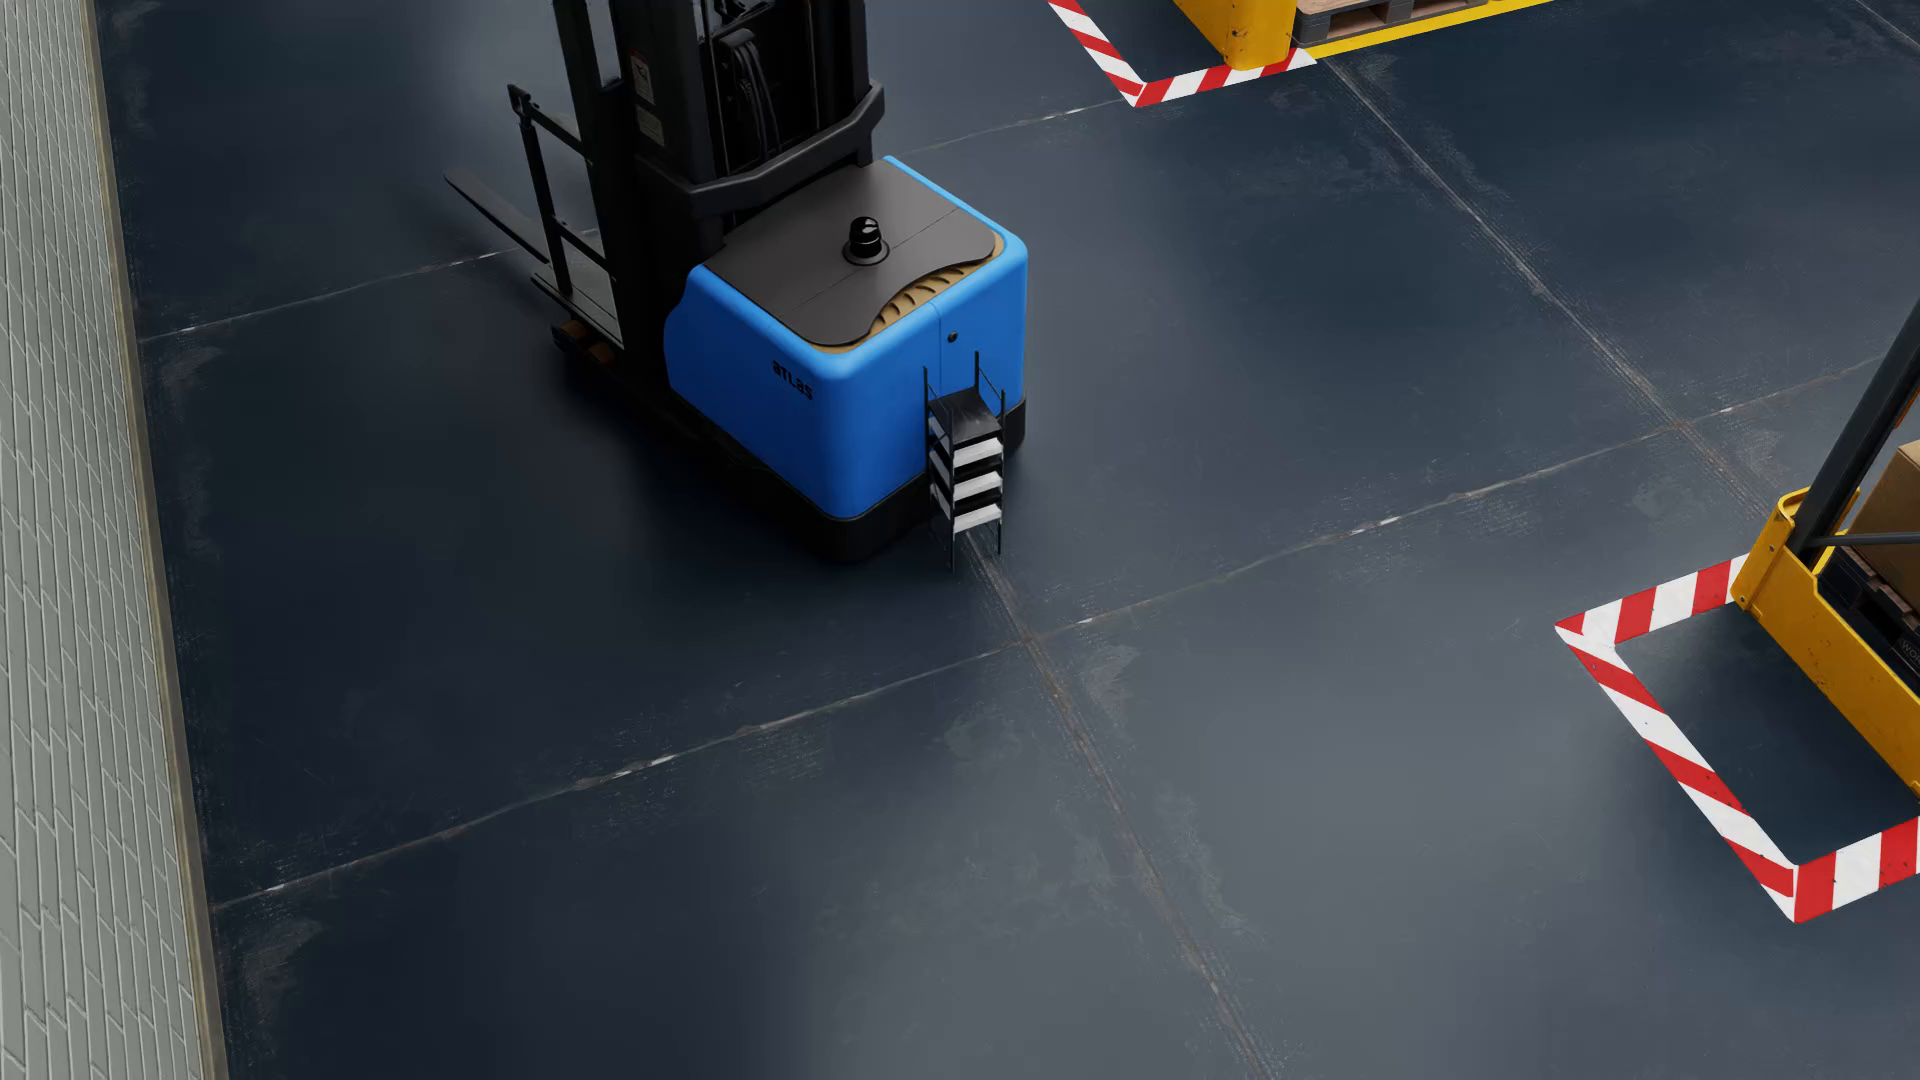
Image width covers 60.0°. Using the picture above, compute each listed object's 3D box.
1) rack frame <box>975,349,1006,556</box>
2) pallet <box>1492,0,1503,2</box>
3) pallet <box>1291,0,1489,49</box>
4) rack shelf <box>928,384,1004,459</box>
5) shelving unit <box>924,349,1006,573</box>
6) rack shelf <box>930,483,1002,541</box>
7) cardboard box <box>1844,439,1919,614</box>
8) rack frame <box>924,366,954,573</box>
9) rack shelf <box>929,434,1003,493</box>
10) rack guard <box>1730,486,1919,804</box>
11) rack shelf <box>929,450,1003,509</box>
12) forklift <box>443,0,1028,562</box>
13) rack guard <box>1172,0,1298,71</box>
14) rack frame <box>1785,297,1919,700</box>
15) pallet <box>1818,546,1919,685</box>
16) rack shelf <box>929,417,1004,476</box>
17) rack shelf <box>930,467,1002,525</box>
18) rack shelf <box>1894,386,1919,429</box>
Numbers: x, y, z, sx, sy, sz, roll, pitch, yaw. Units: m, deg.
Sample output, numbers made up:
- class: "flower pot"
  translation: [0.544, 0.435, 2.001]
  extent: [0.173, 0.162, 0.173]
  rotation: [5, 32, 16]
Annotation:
- class: "rack frame"
  translation: [0.108, -0.311, 6.264]
  extent: [0.006, 0.900, 0.240]
  rotation: [-19, 52, -16]
- class: "pallet"
  translation: [3.297, -3.539, 9.491]
  extent: [1.213, 0.211, 1.003]
  rotation: [-17, 52, -14]
- class: "pallet"
  translation: [2.169, -3.192, 9.193]
  extent: [1.213, 0.211, 1.003]
  rotation: [-17, 52, -14]
- class: "rack shelf"
  translation: [0.015, -0.432, 6.056]
  extent: [0.200, 0.077, 0.258]
  rotation: [-19, 52, -16]
- class: "shelving unit"
  translation: [0.016, -0.278, 6.236]
  extent: [0.210, 0.900, 0.258]
  rotation: [-19, 52, -16]
- class: "rack shelf"
  translation: [0.016, -0.139, 6.398]
  extent: [0.200, 0.077, 0.258]
  rotation: [-19, 52, -16]
- class: "cardboard box"
  translation: [3.671, -0.069, 6.030]
  extent: [0.500, 0.500, 0.500]
  rotation: [-17, 52, -14]
- class: "rack frame"
  translation: [-0.077, -0.245, 6.208]
  extent: [0.006, 0.900, 0.240]
  rotation: [-19, 52, -16]
- class: "rack shelf"
  translation: [0.016, -0.315, 6.193]
  extent: [0.200, 0.077, 0.258]
  rotation: [-19, 52, -16]
- class: "rack guard"
  translation: [3.331, 0.382, 5.933]
  extent: [0.348, 0.500, 1.175]
  rotation: [-17, 52, -14]
- class: "rack shelf"
  translation: [0.016, -0.256, 6.261]
  extent: [0.200, 0.077, 0.258]
  rotation: [-19, 52, -16]
- class: "forklift"
  translation: [-1.122, -1.887, 6.279]
  extent: [1.130, 2.935, 3.031]
  rotation: [-37, 58, -27]
- class: "rack guard"
  translation: [1.374, -3.061, 8.890]
  extent: [0.348, 0.500, 1.175]
  rotation: [-17, 52, -14]
- class: "rack frame"
  translation: [3.261, -0.411, 4.966]
  extent: [0.127, 3.000, 1.000]
  rotation: [-17, 52, -14]
- class: "pallet"
  translation: [4.069, 0.246, 6.240]
  extent: [1.213, 0.211, 1.003]
  rotation: [-17, 52, -14]
- class: "rack shelf"
  translation: [0.015, -0.373, 6.125]
  extent: [0.200, 0.077, 0.258]
  rotation: [-19, 52, -16]
- class: "rack shelf"
  translation: [0.016, -0.198, 6.330]
  extent: [0.200, 0.077, 0.258]
  rotation: [-19, 52, -16]
- class: "rack shelf"
  translation: [5.112, -0.750, 5.732]
  extent: [4.000, 0.370, 1.077]
  rotation: [-17, 52, -14]
